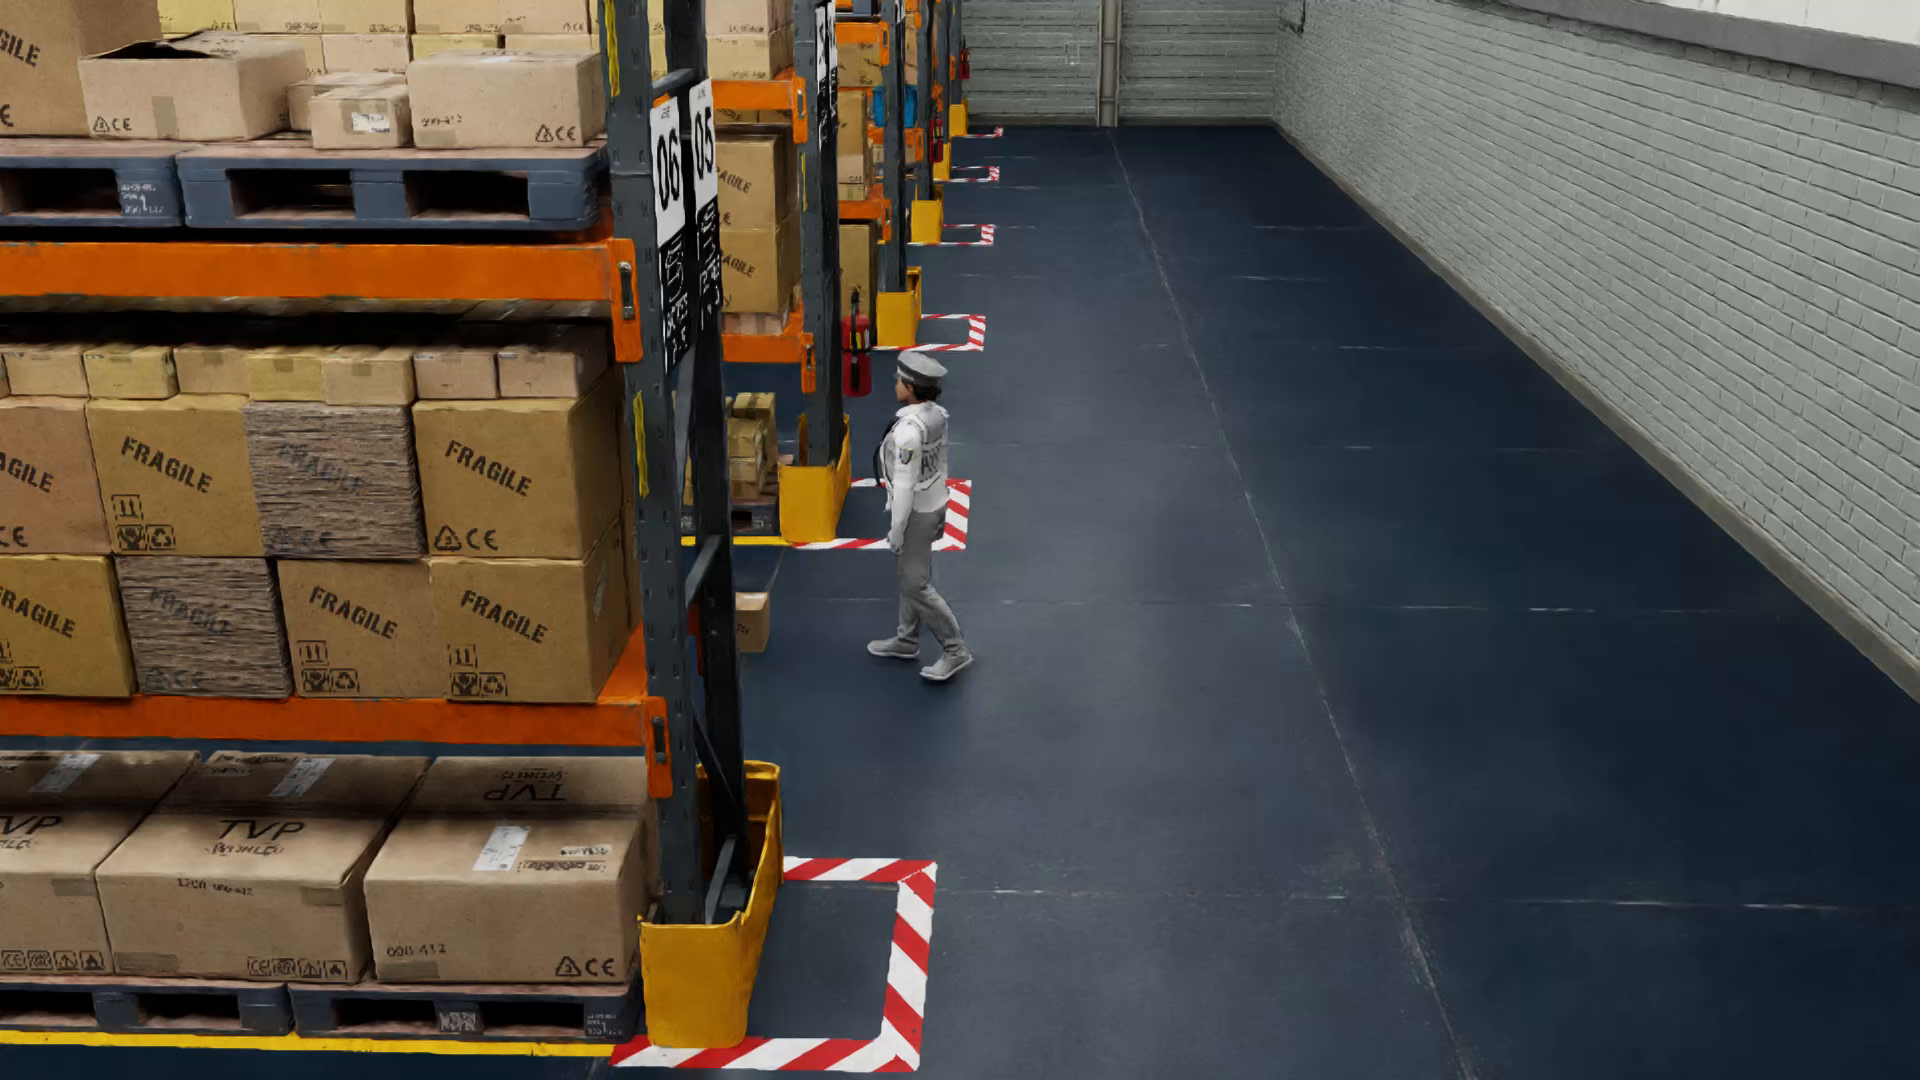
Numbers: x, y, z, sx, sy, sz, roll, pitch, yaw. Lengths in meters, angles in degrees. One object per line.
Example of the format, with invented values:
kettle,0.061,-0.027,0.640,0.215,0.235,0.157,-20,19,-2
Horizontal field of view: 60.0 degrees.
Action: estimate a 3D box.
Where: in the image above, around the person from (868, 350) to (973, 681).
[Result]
person,-0.220,-0.132,8.451,0.624,1.685,0.494,6,22,16
